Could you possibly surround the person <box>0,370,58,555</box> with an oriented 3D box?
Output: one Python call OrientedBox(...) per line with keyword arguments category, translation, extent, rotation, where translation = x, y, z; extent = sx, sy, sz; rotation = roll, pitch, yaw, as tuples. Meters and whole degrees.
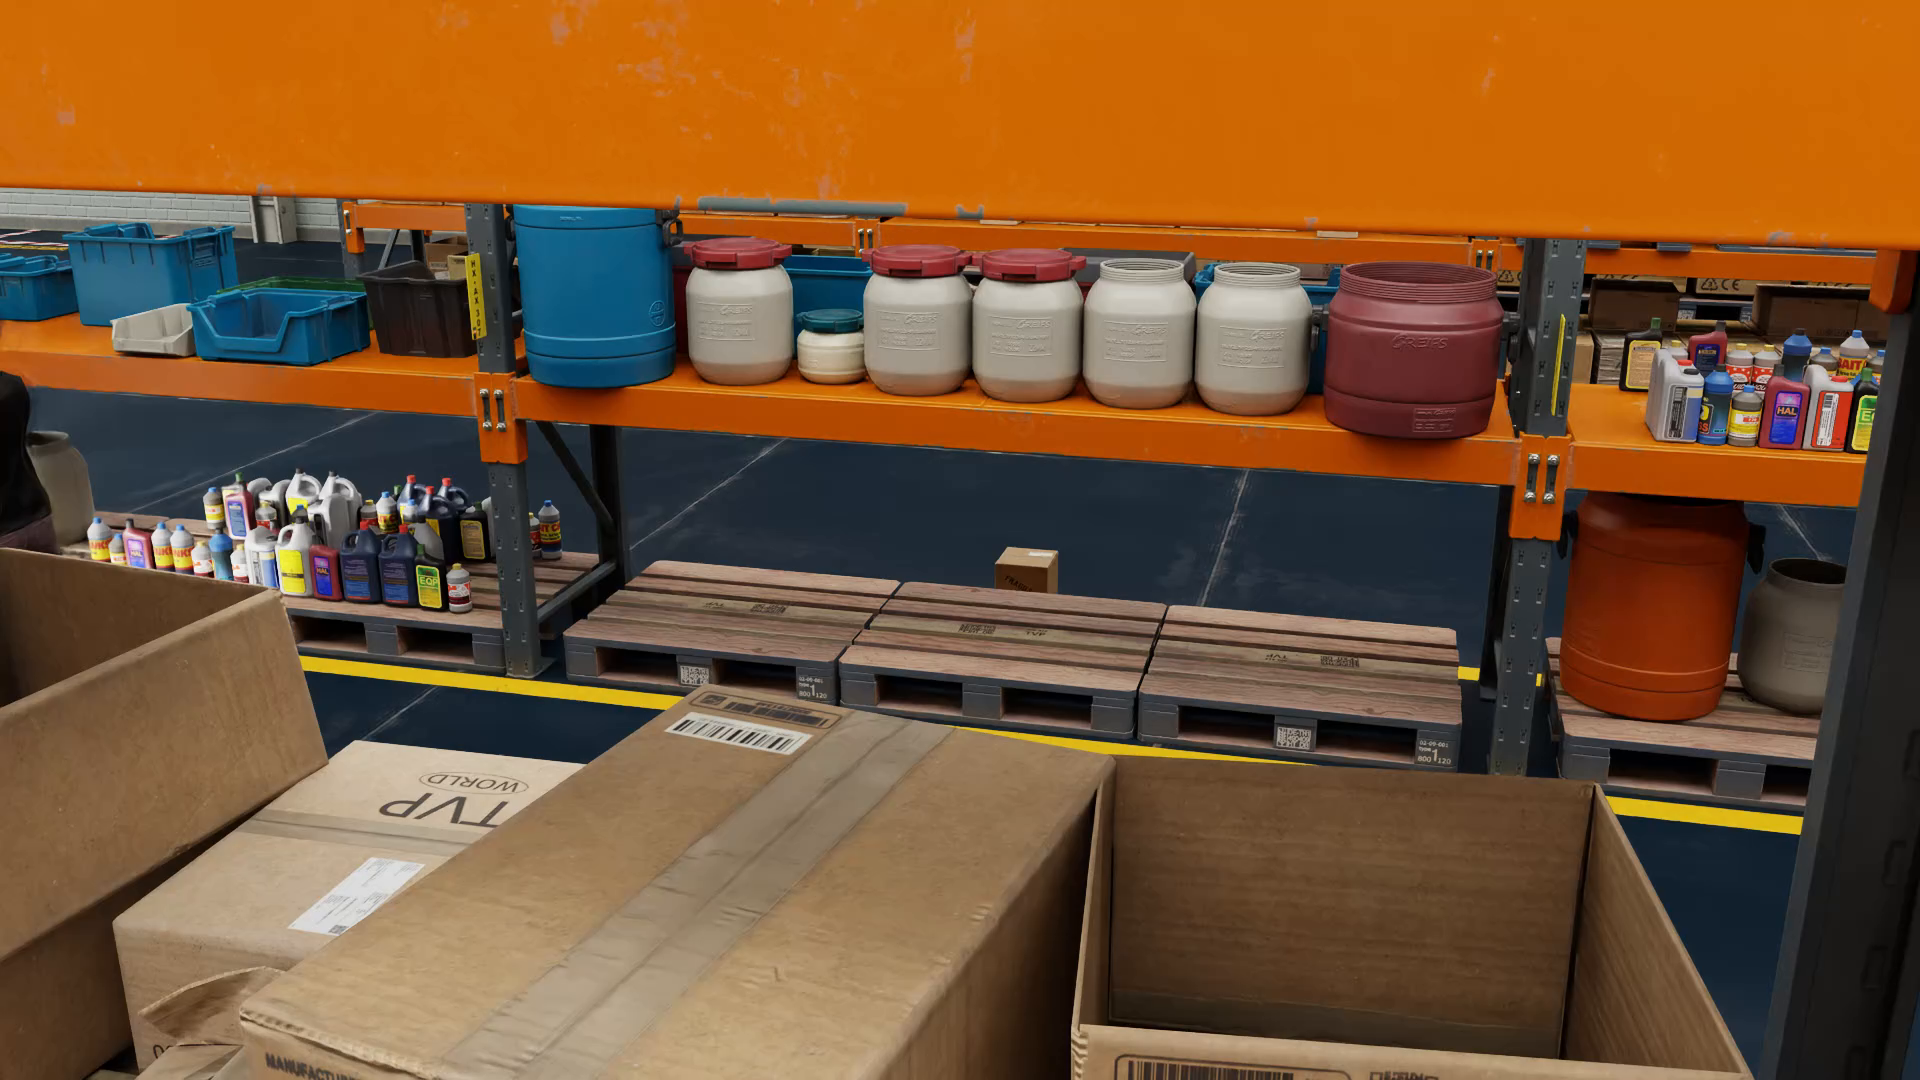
OrientedBox(category="person", translation=(-3.645, -0.015, 6.124), extent=(0.933, 1.699, 0.531), rotation=(4, 19, 13))
